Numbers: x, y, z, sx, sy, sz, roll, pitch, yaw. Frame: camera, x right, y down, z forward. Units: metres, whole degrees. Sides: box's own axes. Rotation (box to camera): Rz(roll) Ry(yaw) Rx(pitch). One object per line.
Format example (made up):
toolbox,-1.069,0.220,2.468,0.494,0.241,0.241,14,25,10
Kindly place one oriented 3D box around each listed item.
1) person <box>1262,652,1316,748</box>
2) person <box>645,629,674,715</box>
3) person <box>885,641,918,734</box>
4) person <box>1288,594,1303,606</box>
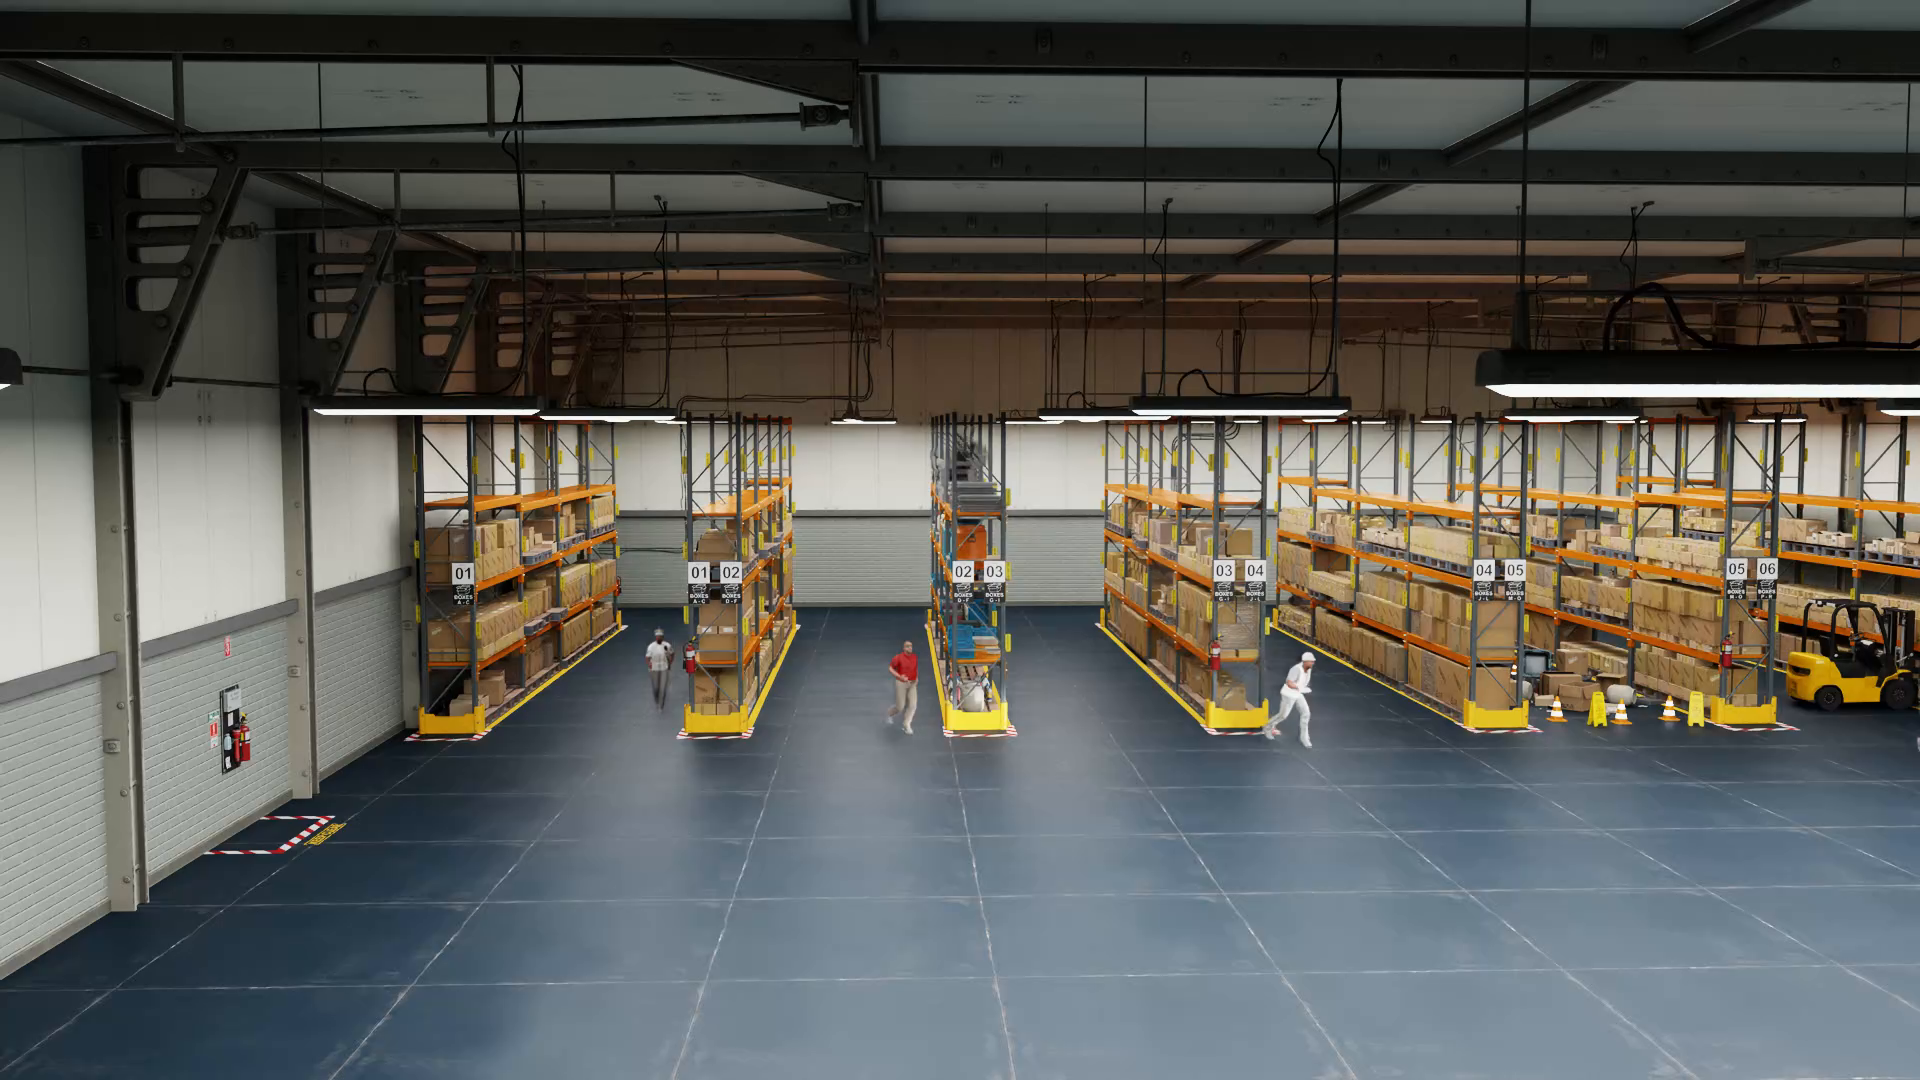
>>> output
person,5.938,2.856,29.973,1.045,1.732,0.729,3,5,37
person,-6.038,2.623,33.463,0.578,1.692,0.791,-1,4,-11
person,-1.044,2.756,31.341,0.678,1.729,0.788,-2,5,-32
person,9.897,1.530,48.973,0.855,1.713,0.654,2,5,31
